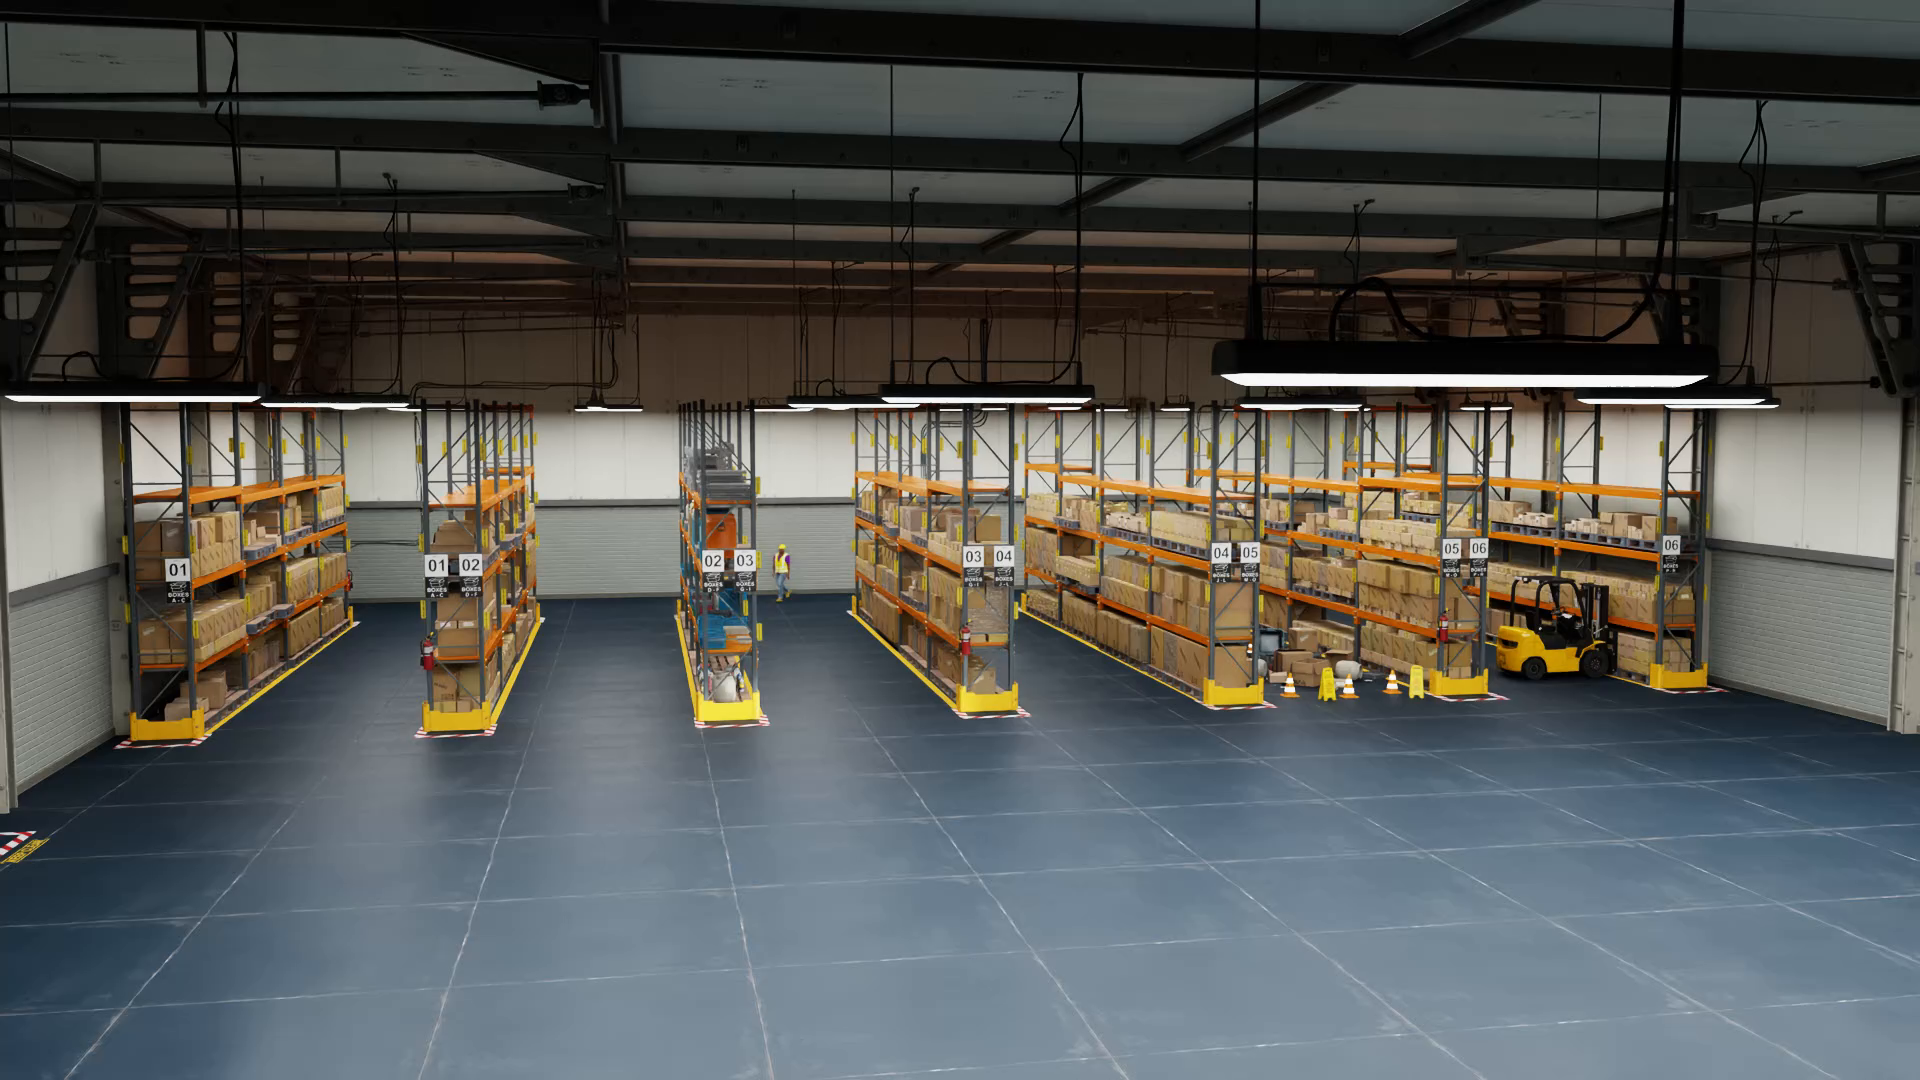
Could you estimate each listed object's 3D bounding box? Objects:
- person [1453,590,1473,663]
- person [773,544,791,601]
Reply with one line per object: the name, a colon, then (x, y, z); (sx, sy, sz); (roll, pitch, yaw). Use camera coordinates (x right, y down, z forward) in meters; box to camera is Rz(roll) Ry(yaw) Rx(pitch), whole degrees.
person: (11.637, 2.010, 38.332); (0.533, 1.705, 0.403); (-3, 5, -37)
person: (-5.444, 0.998, 50.950); (0.554, 1.745, 0.791); (4, 6, 40)
